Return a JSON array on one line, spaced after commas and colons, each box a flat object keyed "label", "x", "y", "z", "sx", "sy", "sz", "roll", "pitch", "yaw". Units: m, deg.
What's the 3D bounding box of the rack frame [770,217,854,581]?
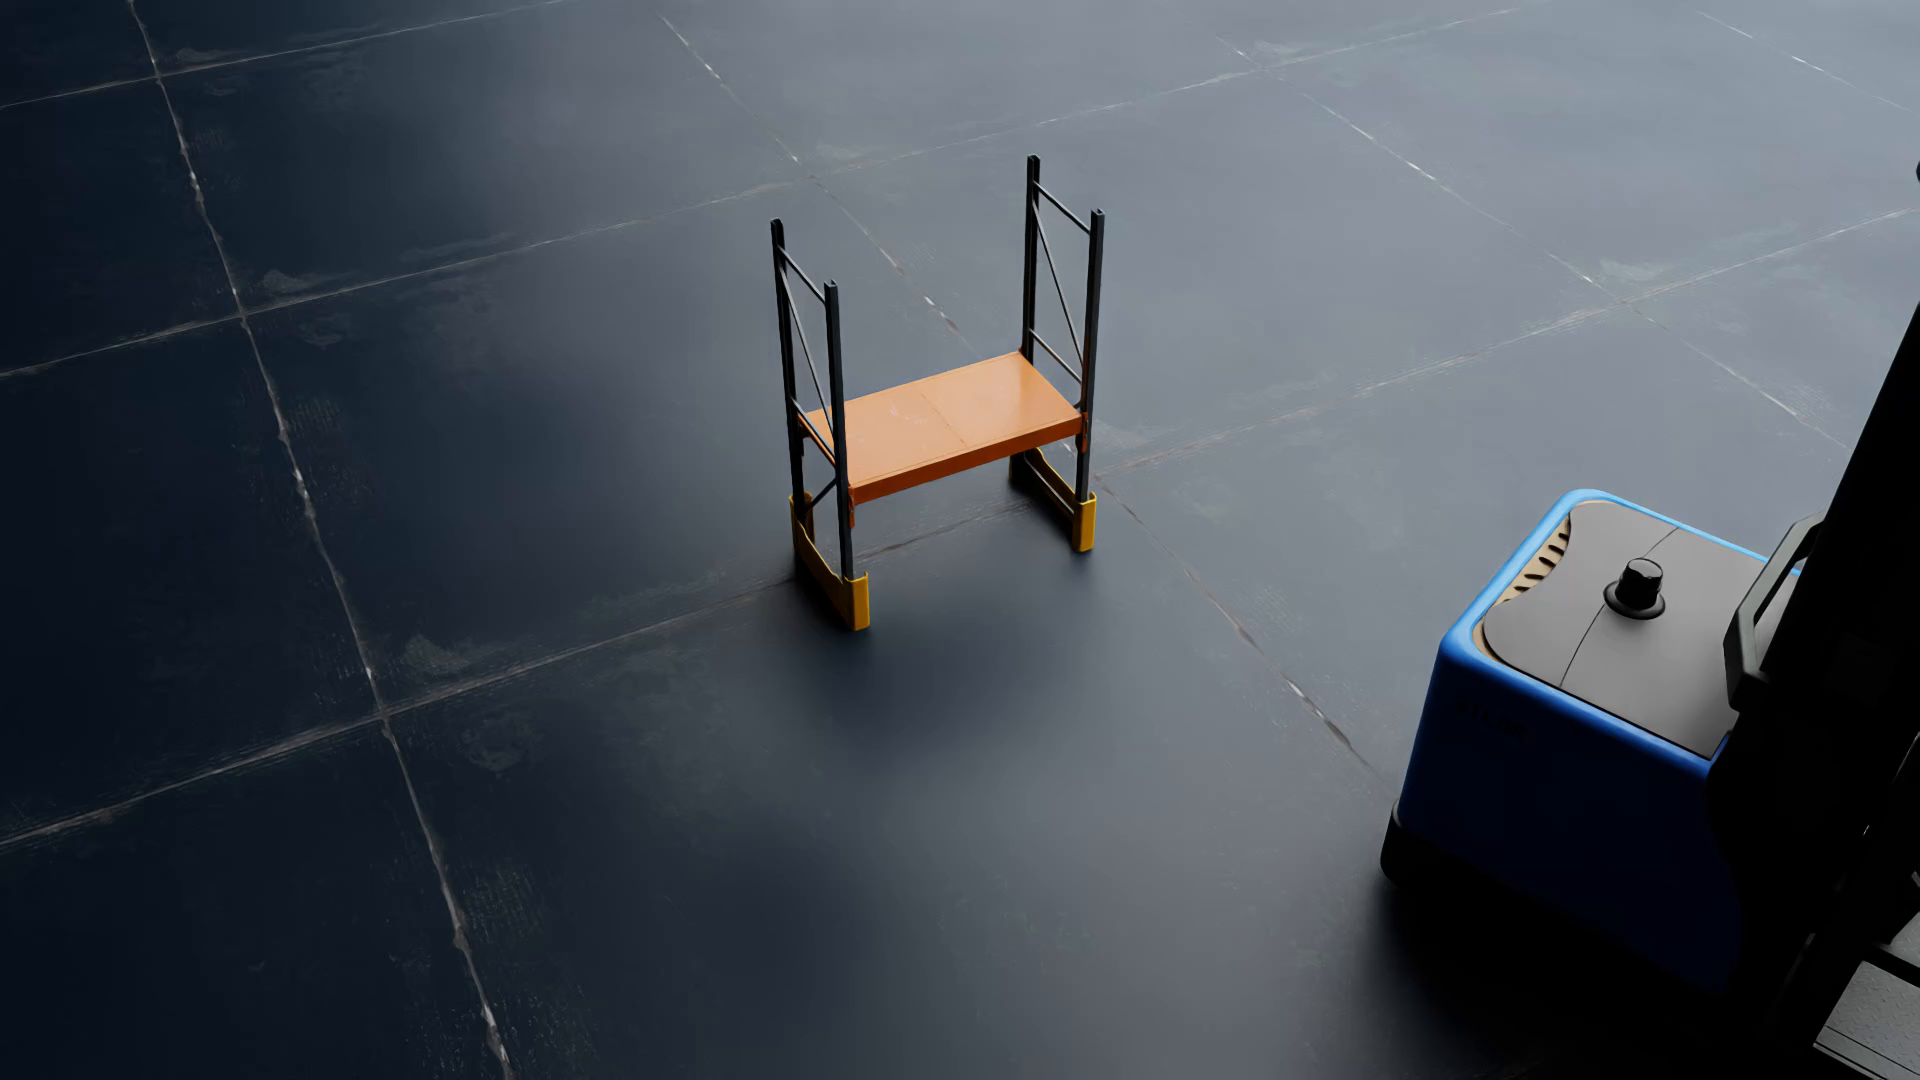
[{"label": "rack frame", "x": -0.527, "y": -0.395, "z": 6.056, "sx": 0.032, "sy": 1.500, "sz": 0.500, "roll": -19, "pitch": 44, "yaw": -21}]

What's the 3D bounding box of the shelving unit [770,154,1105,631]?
[{"label": "shelving unit", "x": -0.068, "y": -0.550, "z": 6.239, "sx": 1.083, "sy": 1.500, "sz": 0.587, "roll": -19, "pitch": 44, "yaw": -21}]

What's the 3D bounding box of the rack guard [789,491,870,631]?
[{"label": "rack guard", "x": -0.509, "y": 0.076, "z": 6.467, "sx": 0.087, "sy": 0.250, "sz": 0.587, "roll": -19, "pitch": 44, "yaw": -21}]

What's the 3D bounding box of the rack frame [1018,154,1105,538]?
[{"label": "rack frame", "x": 0.375, "y": -0.699, "z": 6.415, "sx": 0.032, "sy": 1.500, "sz": 0.500, "roll": -19, "pitch": 44, "yaw": -21}]

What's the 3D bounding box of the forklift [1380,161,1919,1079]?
[{"label": "forklift", "x": 2.829, "y": 0.352, "z": 4.066, "sx": 3.031, "sy": 2.935, "sz": 1.130, "roll": 27, "pitch": 47, "yaw": 29}]

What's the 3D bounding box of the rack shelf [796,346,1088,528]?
[{"label": "rack shelf", "x": -0.076, "y": -0.410, "z": 6.352, "sx": 1.000, "sy": 0.185, "sz": 0.538, "roll": -19, "pitch": 44, "yaw": -21}]

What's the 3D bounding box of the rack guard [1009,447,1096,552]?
[{"label": "rack guard", "x": 0.374, "y": -0.221, "z": 6.818, "sx": 0.087, "sy": 0.250, "sz": 0.587, "roll": -19, "pitch": 44, "yaw": -21}]
